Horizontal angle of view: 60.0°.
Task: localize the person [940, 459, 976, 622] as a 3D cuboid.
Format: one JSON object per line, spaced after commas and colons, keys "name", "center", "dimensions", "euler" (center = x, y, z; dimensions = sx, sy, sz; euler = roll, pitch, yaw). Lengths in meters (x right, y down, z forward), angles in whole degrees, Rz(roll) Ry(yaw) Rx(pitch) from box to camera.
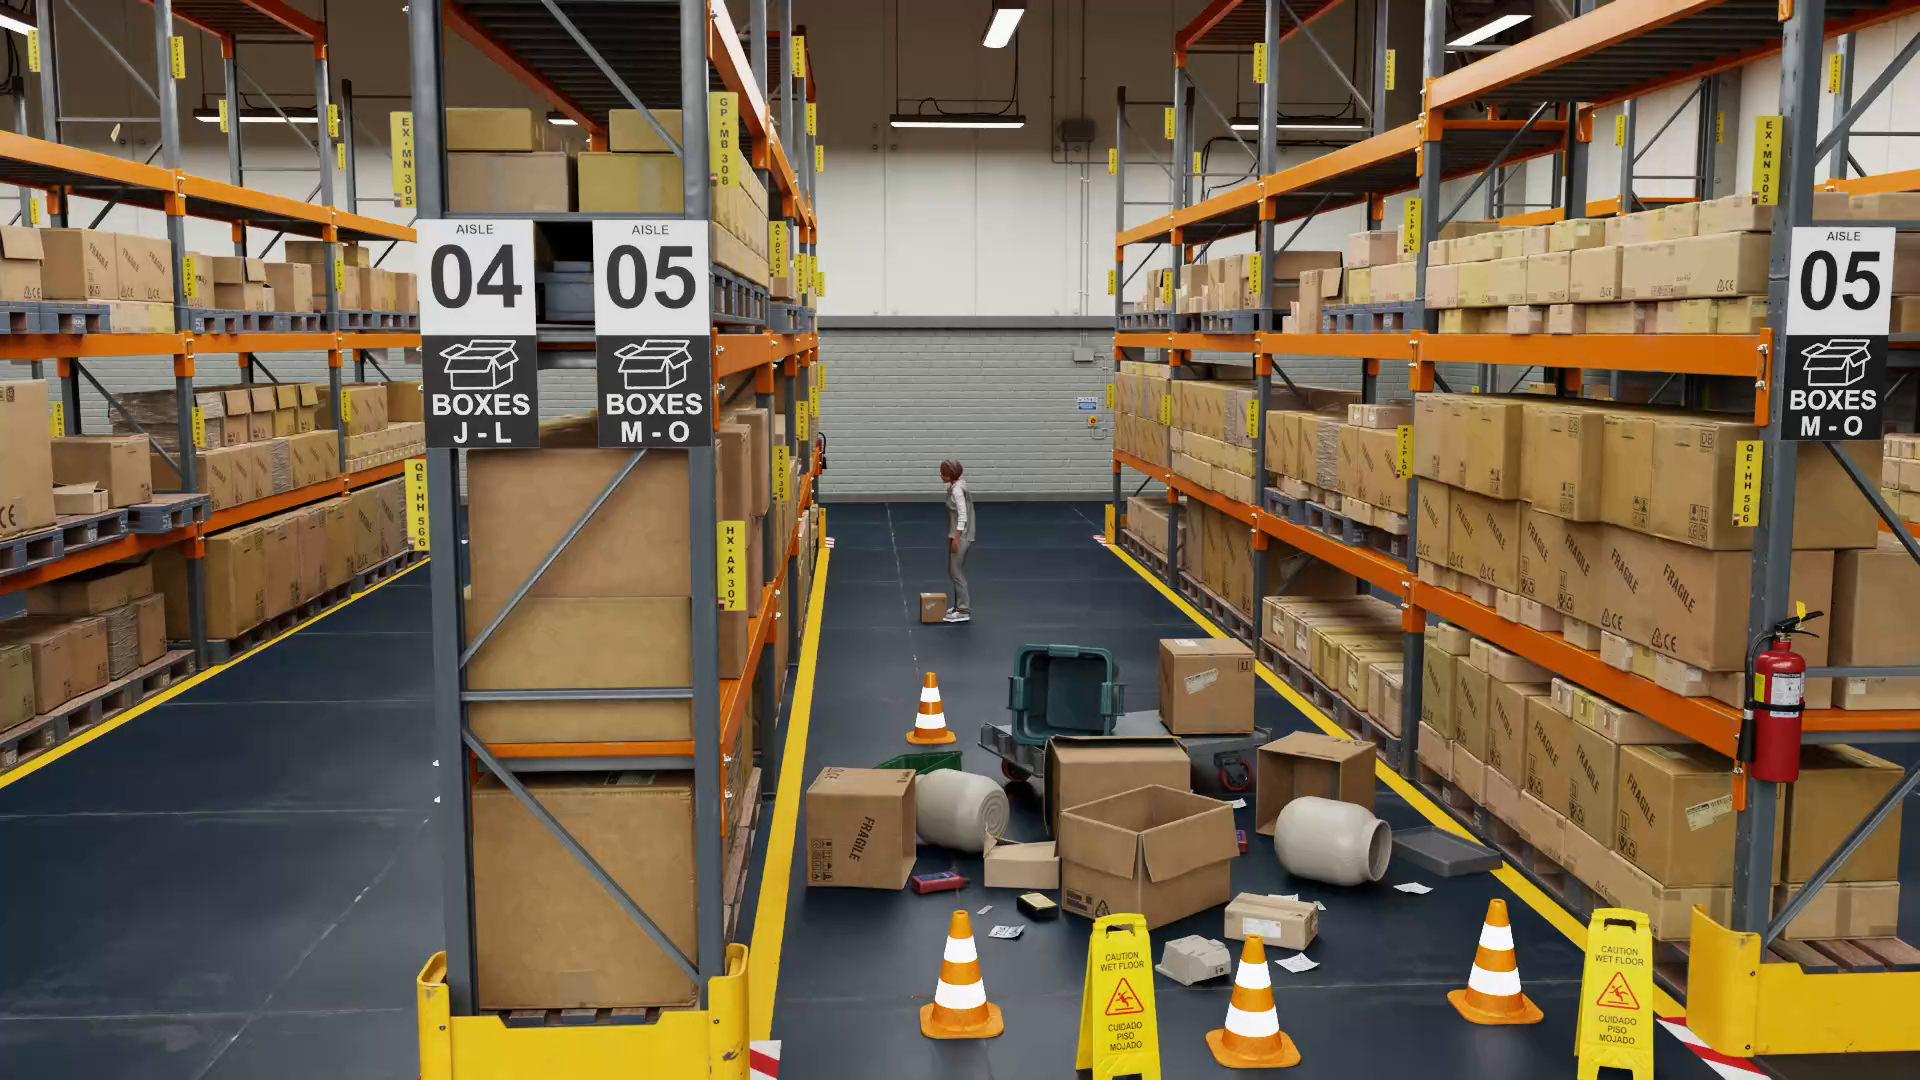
{"name": "person", "center": [-0.025, -0.004, 16.336], "dimensions": [0.349, 1.592, 0.466], "euler": [-1, 7, -4]}
